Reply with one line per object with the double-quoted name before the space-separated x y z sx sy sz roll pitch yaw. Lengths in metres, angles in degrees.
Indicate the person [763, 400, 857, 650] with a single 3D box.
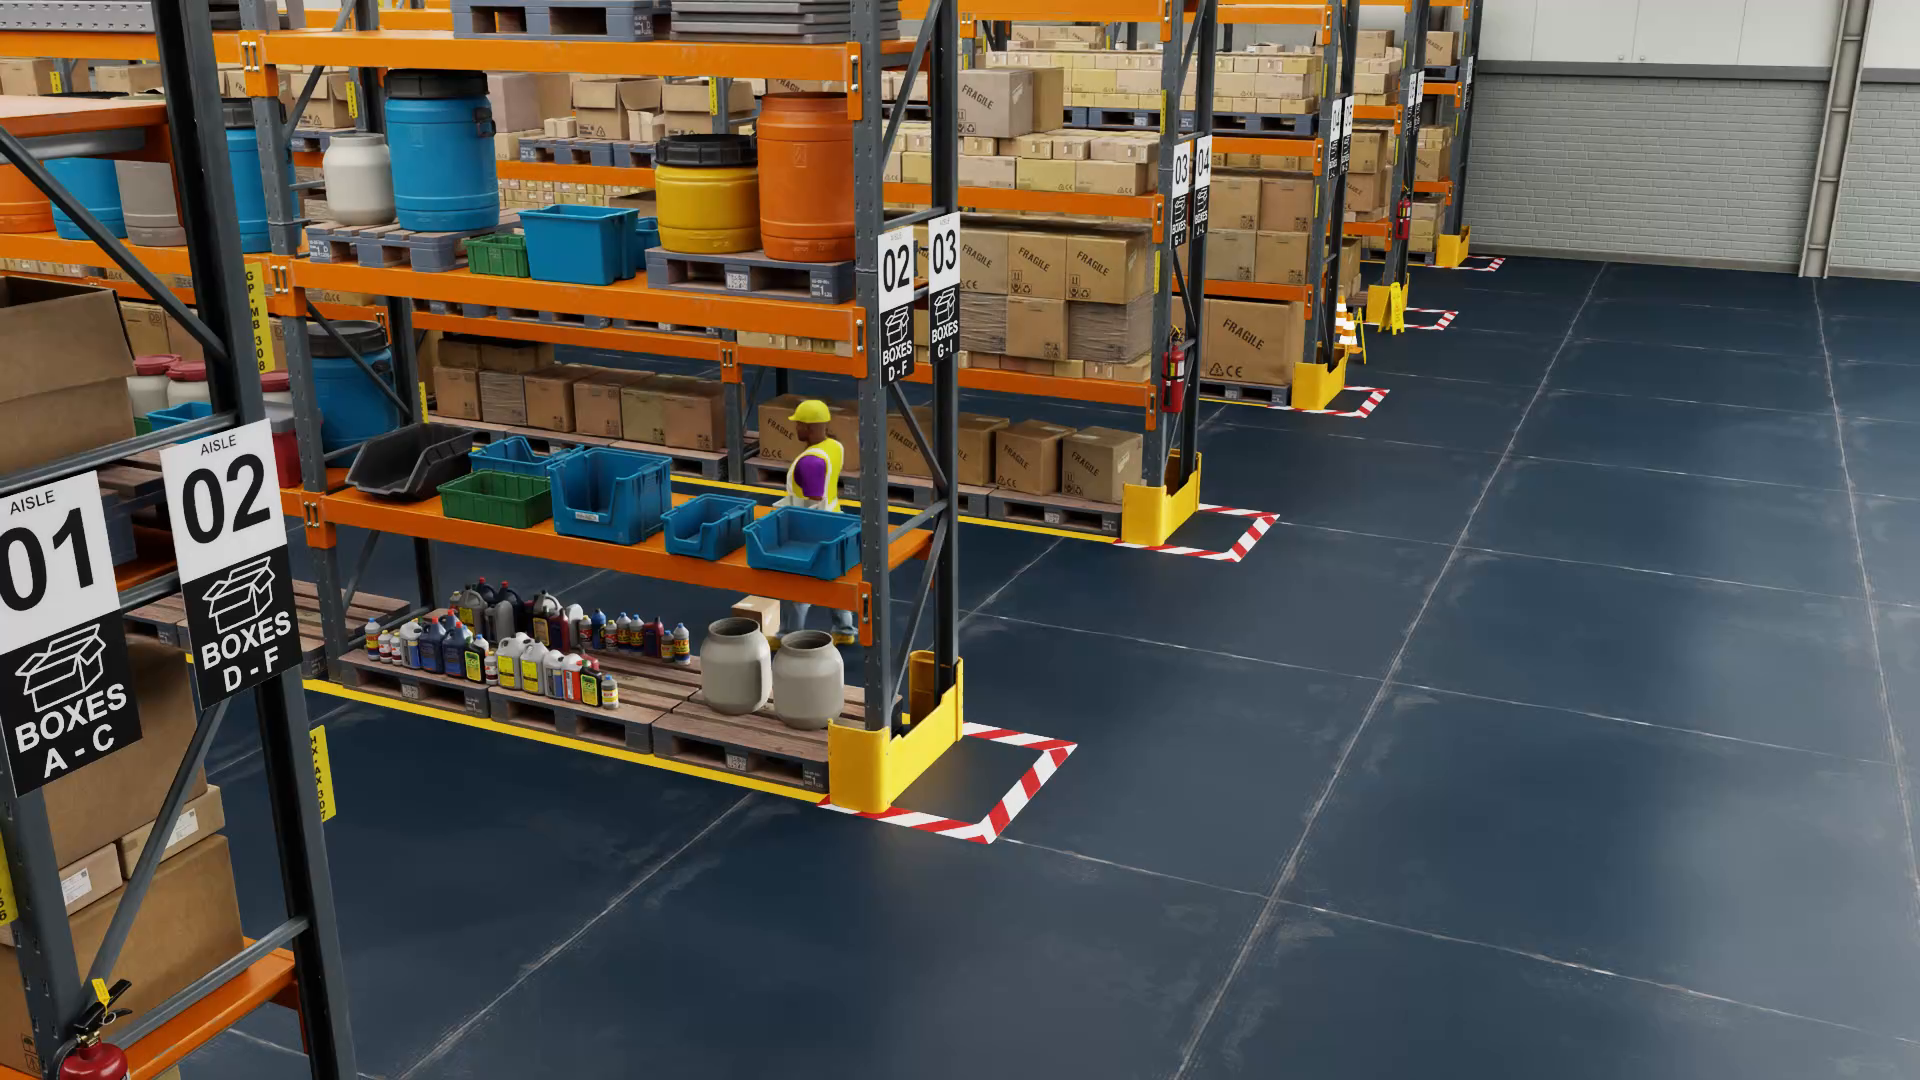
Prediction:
"person" -1.070 -0.090 11.283 0.667 1.761 0.592 4 19 12
